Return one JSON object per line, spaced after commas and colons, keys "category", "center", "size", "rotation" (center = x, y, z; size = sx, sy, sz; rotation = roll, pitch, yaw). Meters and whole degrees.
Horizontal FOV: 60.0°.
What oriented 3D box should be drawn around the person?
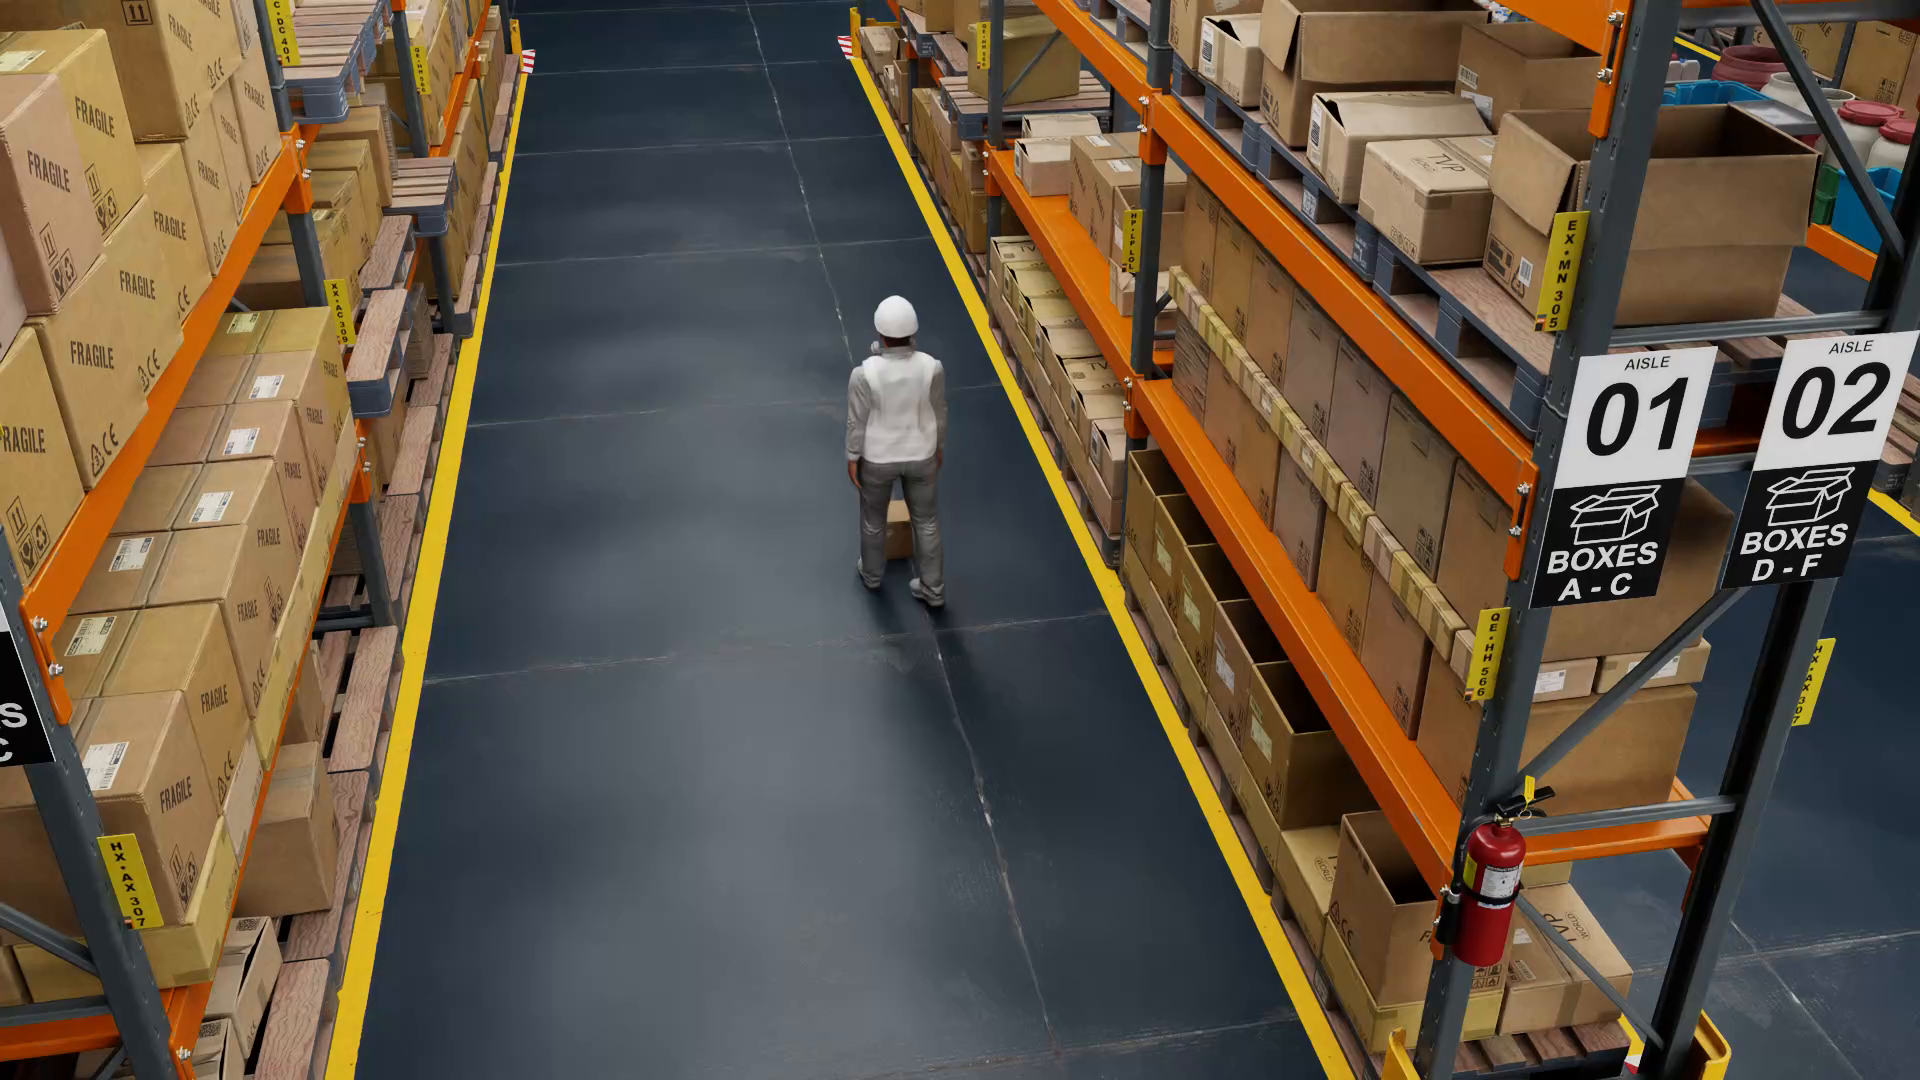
{"category": "person", "center": [-0.356, -0.493, 8.948], "size": [0.557, 1.781, 0.616], "rotation": [-7, 31, -12]}
